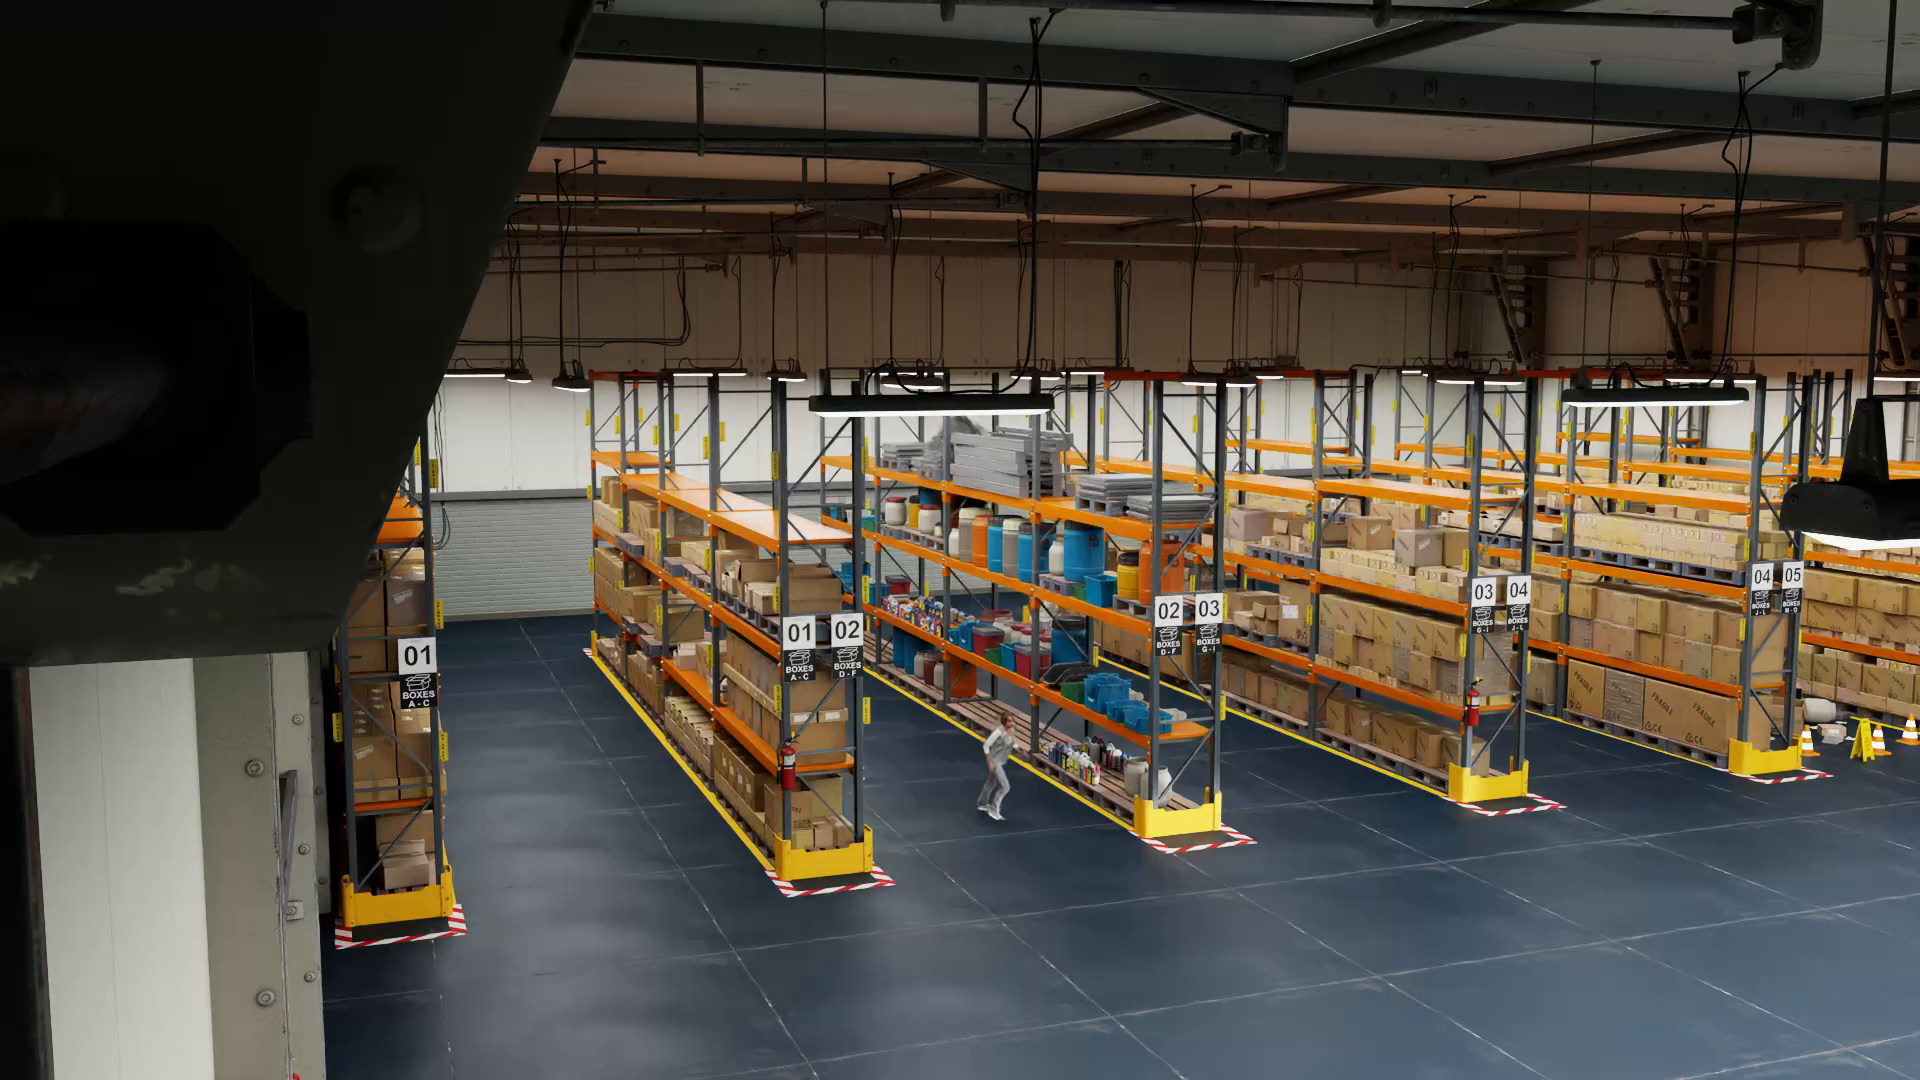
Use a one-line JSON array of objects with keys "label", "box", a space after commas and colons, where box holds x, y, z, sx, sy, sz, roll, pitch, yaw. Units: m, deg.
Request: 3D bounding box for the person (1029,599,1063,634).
[{"label": "person", "box": [1.686, 1.571, 32.547, 0.674, 1.705, 0.698, -5, 8, -37]}]

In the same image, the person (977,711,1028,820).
[{"label": "person", "box": [0.553, 3.077, 22.722, 0.794, 1.546, 0.566, 2, 7, 21]}]
